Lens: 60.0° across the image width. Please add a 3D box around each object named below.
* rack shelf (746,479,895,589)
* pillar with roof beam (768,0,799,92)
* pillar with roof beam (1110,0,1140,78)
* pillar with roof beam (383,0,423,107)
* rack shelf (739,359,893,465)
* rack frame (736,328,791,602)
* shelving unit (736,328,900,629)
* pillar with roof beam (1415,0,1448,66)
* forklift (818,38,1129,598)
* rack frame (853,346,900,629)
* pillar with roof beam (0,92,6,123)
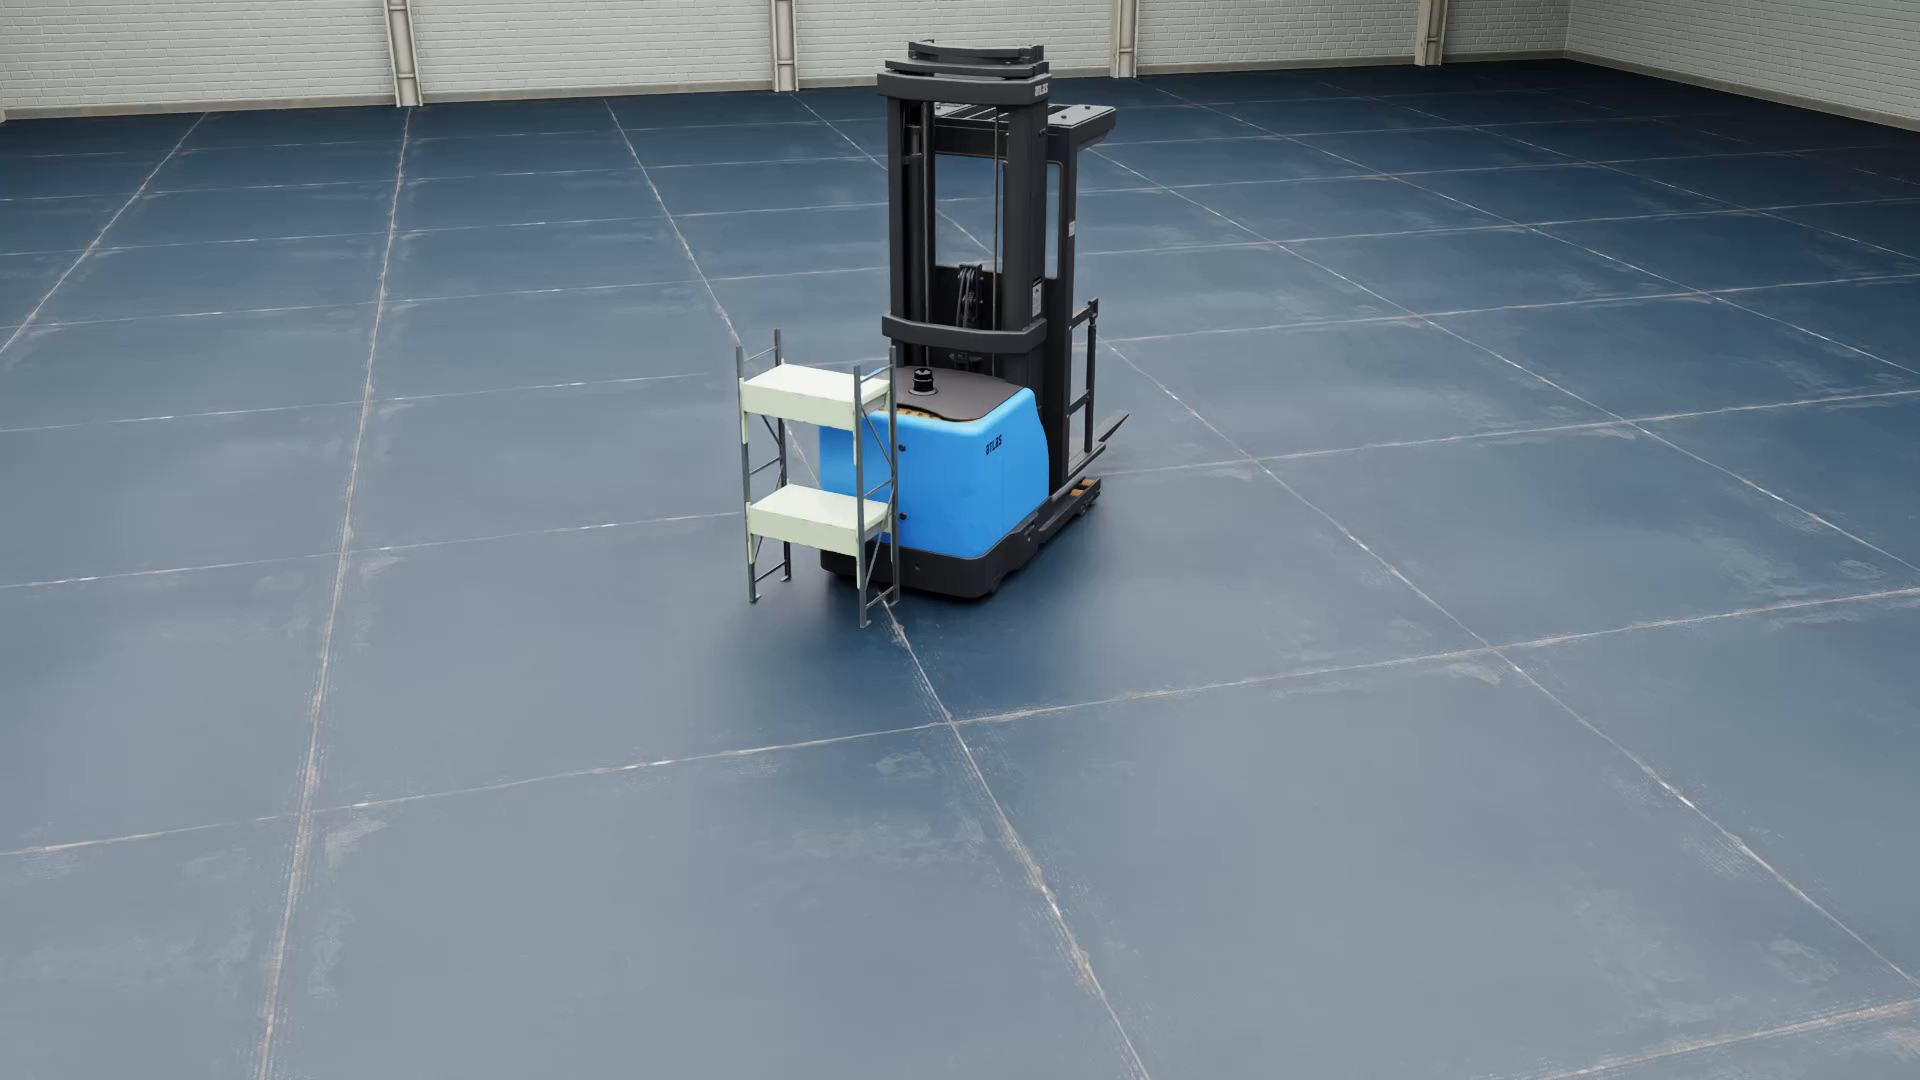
[{"bbox_3d":[-0.768,-0.042,9.273,0.720,0.370,0.431,12,26,25],"label":"rack shelf"},{"bbox_3d":[-1.750,-10.016,22.180,0.400,9.000,9.100,-6,24,-14],"label":"pillar with roof beam"},{"bbox_3d":[4.027,-10.655,23.670,0.400,9.000,9.100,-6,24,-14],"label":"pillar with roof beam"},{"bbox_3d":[-7.527,-9.377,20.691,0.400,9.000,9.100,-6,24,-14],"label":"pillar with roof beam"},{"bbox_3d":[-0.768,-0.700,8.990,0.720,0.370,0.431,12,26,25],"label":"rack shelf"},{"bbox_3d":[-1.092,-0.409,9.301,0.023,1.500,0.400,12,26,25],"label":"rack frame"},{"bbox_3d":[-0.768,-0.342,9.144,0.755,1.500,0.431,12,26,25],"label":"shelving unit"},{"bbox_3d":[9.804,-11.294,25.159,0.400,9.000,9.100,-6,24,-14],"label":"pillar with roof beam"},{"bbox_3d":[0.262,-1.570,10.192,1.130,2.935,3.031,10,25,23],"label":"forklift"},{"bbox_3d":[-0.445,-0.274,8.987,0.023,1.500,0.400,12,26,25],"label":"rack frame"},{"bbox_3d":[-13.304,-8.738,19.202,0.400,9.000,9.100,-6,24,-14],"label":"pillar with roof beam"}]
